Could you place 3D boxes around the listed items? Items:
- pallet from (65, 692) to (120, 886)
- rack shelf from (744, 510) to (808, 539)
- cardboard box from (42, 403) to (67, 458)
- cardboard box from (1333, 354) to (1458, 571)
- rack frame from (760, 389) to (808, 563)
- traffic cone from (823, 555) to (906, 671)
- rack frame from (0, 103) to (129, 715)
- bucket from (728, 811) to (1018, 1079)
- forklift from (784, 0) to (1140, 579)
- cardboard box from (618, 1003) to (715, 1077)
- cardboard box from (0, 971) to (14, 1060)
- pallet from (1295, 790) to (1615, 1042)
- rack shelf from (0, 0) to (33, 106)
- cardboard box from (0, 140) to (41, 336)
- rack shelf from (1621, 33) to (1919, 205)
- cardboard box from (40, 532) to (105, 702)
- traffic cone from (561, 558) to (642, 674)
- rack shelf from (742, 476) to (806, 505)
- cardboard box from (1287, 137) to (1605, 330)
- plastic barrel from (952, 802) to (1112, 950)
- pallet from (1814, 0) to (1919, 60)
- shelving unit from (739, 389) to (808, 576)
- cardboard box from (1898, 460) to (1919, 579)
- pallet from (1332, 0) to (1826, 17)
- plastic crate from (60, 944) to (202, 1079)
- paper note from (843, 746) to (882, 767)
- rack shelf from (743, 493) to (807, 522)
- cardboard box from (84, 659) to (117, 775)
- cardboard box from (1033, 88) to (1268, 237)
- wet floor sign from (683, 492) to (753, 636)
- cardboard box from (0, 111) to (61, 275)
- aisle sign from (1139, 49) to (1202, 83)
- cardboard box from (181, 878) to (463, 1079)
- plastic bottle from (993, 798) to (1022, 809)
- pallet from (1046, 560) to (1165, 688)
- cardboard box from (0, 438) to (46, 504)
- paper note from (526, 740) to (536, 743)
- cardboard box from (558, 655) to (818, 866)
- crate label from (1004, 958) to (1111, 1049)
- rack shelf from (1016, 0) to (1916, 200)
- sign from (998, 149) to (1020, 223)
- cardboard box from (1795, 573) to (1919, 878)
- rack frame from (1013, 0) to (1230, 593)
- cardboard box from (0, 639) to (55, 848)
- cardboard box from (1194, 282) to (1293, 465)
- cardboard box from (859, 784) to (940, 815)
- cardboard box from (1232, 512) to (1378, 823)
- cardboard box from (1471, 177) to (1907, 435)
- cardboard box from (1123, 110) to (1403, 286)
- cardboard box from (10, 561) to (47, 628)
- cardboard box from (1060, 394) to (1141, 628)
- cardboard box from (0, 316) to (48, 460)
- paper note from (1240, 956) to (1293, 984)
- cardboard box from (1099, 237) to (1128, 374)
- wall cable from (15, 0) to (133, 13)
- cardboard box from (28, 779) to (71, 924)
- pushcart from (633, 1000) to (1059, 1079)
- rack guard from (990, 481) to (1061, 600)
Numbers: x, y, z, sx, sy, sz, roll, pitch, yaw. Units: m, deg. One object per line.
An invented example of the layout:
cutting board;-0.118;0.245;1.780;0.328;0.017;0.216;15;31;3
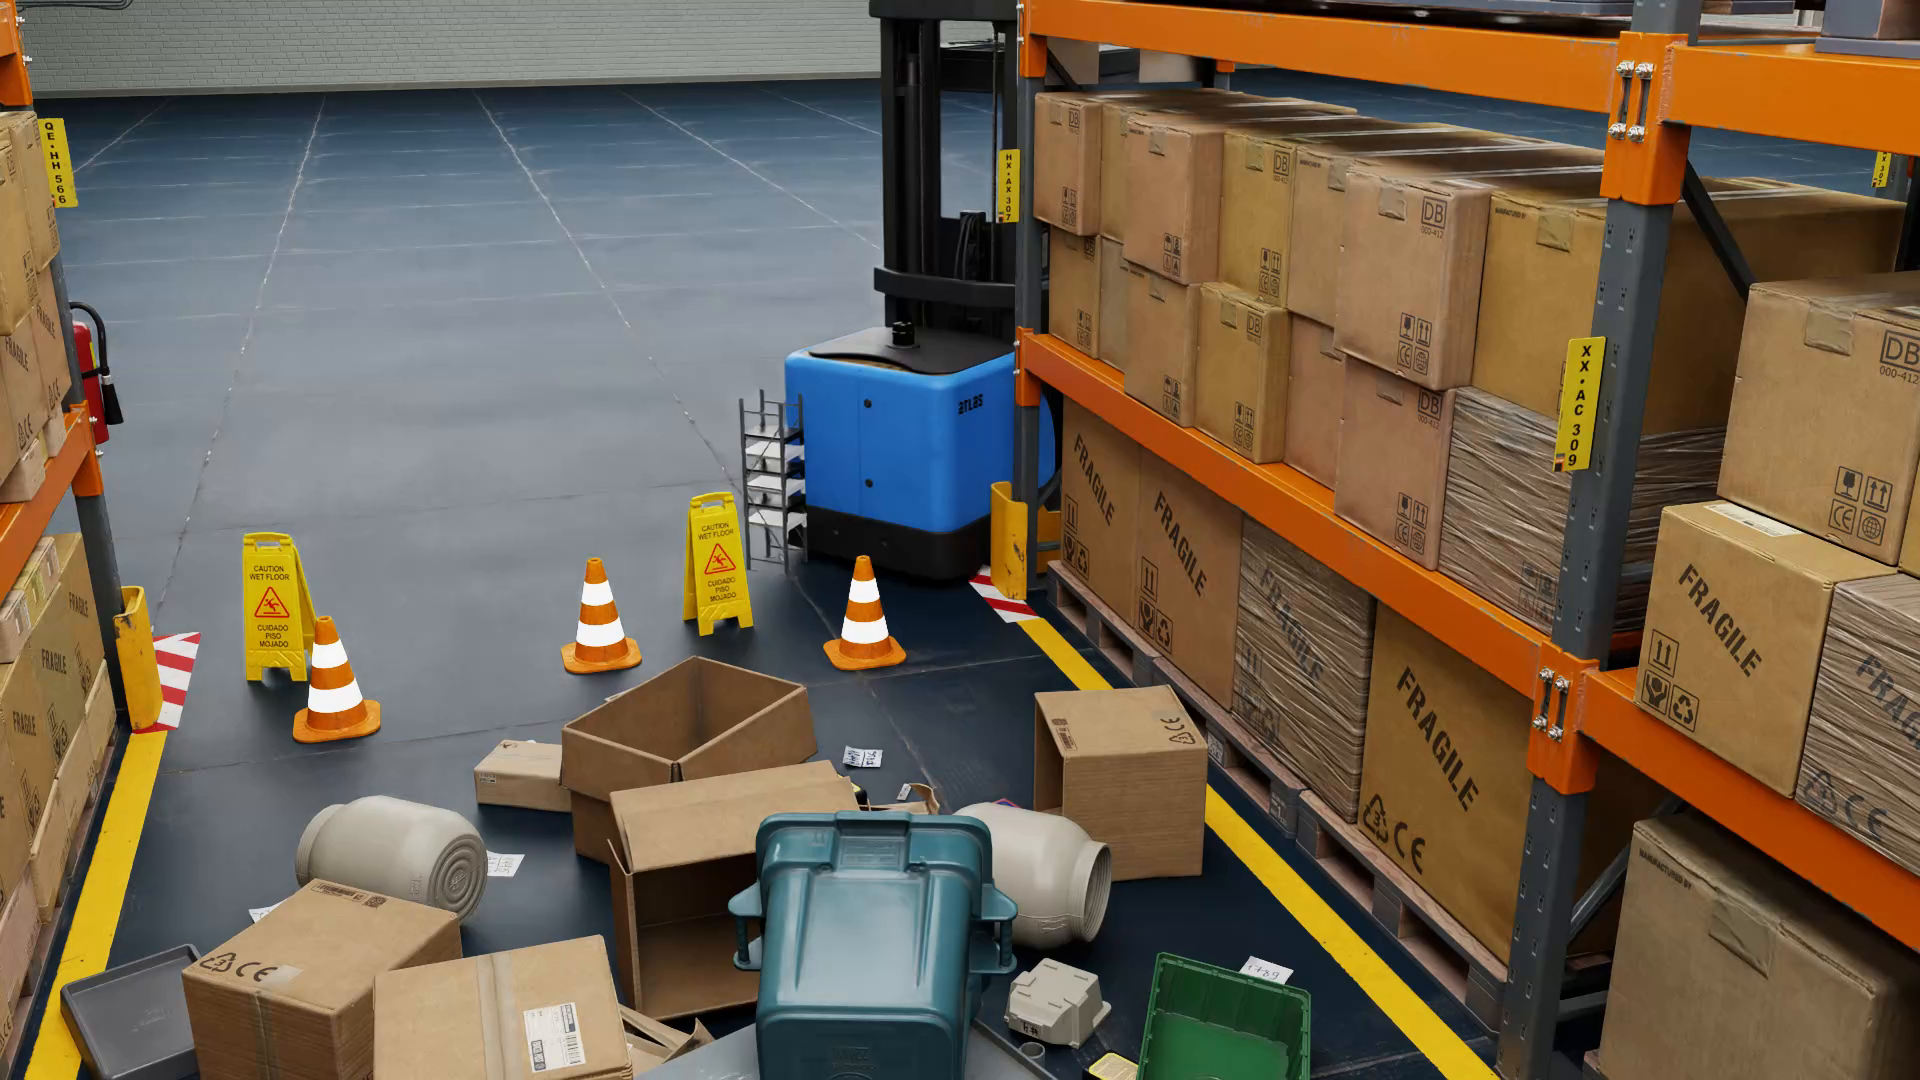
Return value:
pallet;-3.671;0.938;5.993;1.003;0.211;1.213;-6;21;-17
rack shelf;-0.936;-0.087;8.459;0.258;0.077;0.200;8;21;22
cardboard box;-3.411;-0.378;5.904;0.380;0.149;0.250;-7;21;-18
cardboard box;1.687;-0.300;5.092;0.875;0.550;0.550;-6;21;-17
rack frame;-0.896;-0.319;8.474;0.240;0.900;0.006;8;21;22
traffic cone;-0.430;0.294;7.414;0.336;0.463;0.334;-6;21;-17
rack frame;-3.916;-0.663;6.326;1.000;3.000;0.127;-6;21;-17
bucket;-0.223;1.089;4.042;0.726;0.611;0.620;1;30;2
forklift;0.327;-1.629;9.115;1.130;2.935;3.031;12;23;31
cardboard box;-0.878;1.418;4.577;0.396;0.266;0.258;12;23;30
cardboard box;-2.767;1.329;4.226;0.500;0.250;0.500;-5;20;-14
pallet;1.844;1.122;5.480;1.003;0.211;1.213;-6;21;-17
rack shelf;-3.288;-1.095;4.153;1.077;0.370;4.000;-6;21;-17
cardboard box;-3.138;-0.864;4.818;0.700;0.500;0.500;-7;21;-18
rack shelf;2.637;-0.369;2.134;1.077;0.370;4.000;-6;21;-17
cardboard box;-3.417;0.310;5.954;0.500;0.500;0.500;-6;21;-17
traffic cone;-1.610;0.305;7.384;0.336;0.463;0.334;-6;21;-17
rack shelf;-0.936;-0.256;8.398;0.258;0.077;0.200;8;21;22
cardboard box;1.603;-0.991;5.418;0.875;0.550;0.550;-6;21;-17
plastic barrel;0.196;1.073;5.302;0.512;0.421;0.421;8;21;20
pallet;2.343;-0.971;3.027;0.805;0.209;1.217;-7;21;-19
shelving unit;-0.936;-0.288;8.387;0.258;0.900;0.210;8;21;22
cardboard box;2.334;-0.132;3.220;0.700;0.500;0.500;-7;21;-18
pallet;1.761;-1.572;4.548;1.003;0.211;1.213;-6;21;-17
plastic crate;-2.374;1.404;4.891;0.402;0.080;0.583;-15;25;-36
paper note;-0.381;0.847;6.516;0.144;0.017;0.142;1;20;2
rack shelf;-0.936;-0.172;8.428;0.258;0.077;0.200;8;21;22
cardboard box;-3.399;0.672;6.055;0.500;0.250;0.500;-6;21;-17
cardboard box;0.831;-1.677;7.329;0.875;0.550;0.550;-6;21;-17
wet floor sign;-1.138;0.088;7.718;0.267;0.644;0.232;-10;22;-27
cardboard box;-3.548;-1.180;5.698;0.700;0.500;0.500;-7;21;-19
aisle sign;1.014;-2.500;7.593;0.394;0.787;0.004;-6;21;-17
cardboard box;-1.704;1.307;4.534;0.500;0.500;0.500;8;21;20
plastic bottle;0.091;1.018;5.991;0.283;0.061;0.133;-15;25;-36
pallet;1.077;0.339;7.660;1.003;0.211;1.213;-6;21;-17
cardboard box;-3.241;-0.214;5.447;0.380;0.149;0.250;-6;21;-16
paper note;-1.729;0.826;6.572;0.148;0.019;0.142;-15;25;-36
cardboard box;-0.961;0.806;5.927;0.637;0.503;0.797;12;23;30
crate label;0.277;1.365;4.914;0.250;0.136;0.298;12;23;30
rack shelf;1.380;-1.653;5.708;1.077;0.370;4.000;-6;21;-17
sign;0.222;-1.609;7.562;0.100;0.325;0.005;-6;21;-17
cardboard box;2.078;0.374;3.289;0.500;0.500;0.500;-6;21;-17
rack frame;0.751;-1.222;7.880;1.000;3.000;0.127;-6;21;-17
cardboard box;-3.098;0.640;5.036;0.500;0.500;0.500;-7;21;-18
cardboard box;1.367;-0.645;6.053;0.875;0.550;0.500;-6;21;-17
cardboard box;-0.280;0.993;5.759;0.396;0.266;0.258;-3;20;-8
cardboard box;1.590;0.366;5.981;0.875;0.875;0.875;-6;21;-17
cardboard box;1.925;-0.639;4.438;0.875;0.550;0.550;-6;21;-17
cardboard box;1.138;-1.316;6.325;0.875;0.550;0.550;-6;21;-17
cardboard box;-3.162;0.196;5.311;0.380;0.149;0.250;-6;21;-16
cardboard box;1.027;-0.209;7.582;0.875;0.875;0.875;-6;21;-17
cardboard box;-3.331;-0.544;5.406;0.500;0.500;0.500;-6;21;-17
paper note;0.937;1.340;5.141;0.142;0.020;0.147;12;23;30
cardboard box;1.104;-1.004;7.052;0.875;0.550;0.550;-6;21;-17
wall cable;-18.364;-11.891;33.302;3.097;2.526;0.112;-6;21;-17
cardboard box;-3.082;0.998;5.146;0.500;0.250;0.500;-7;21;-19
pushcart;-0.510;1.596;3.914;1.648;0.377;0.936;-15;25;-36
rack guard;0.744;-0.053;8.324;1.175;0.500;0.348;-6;21;-17
